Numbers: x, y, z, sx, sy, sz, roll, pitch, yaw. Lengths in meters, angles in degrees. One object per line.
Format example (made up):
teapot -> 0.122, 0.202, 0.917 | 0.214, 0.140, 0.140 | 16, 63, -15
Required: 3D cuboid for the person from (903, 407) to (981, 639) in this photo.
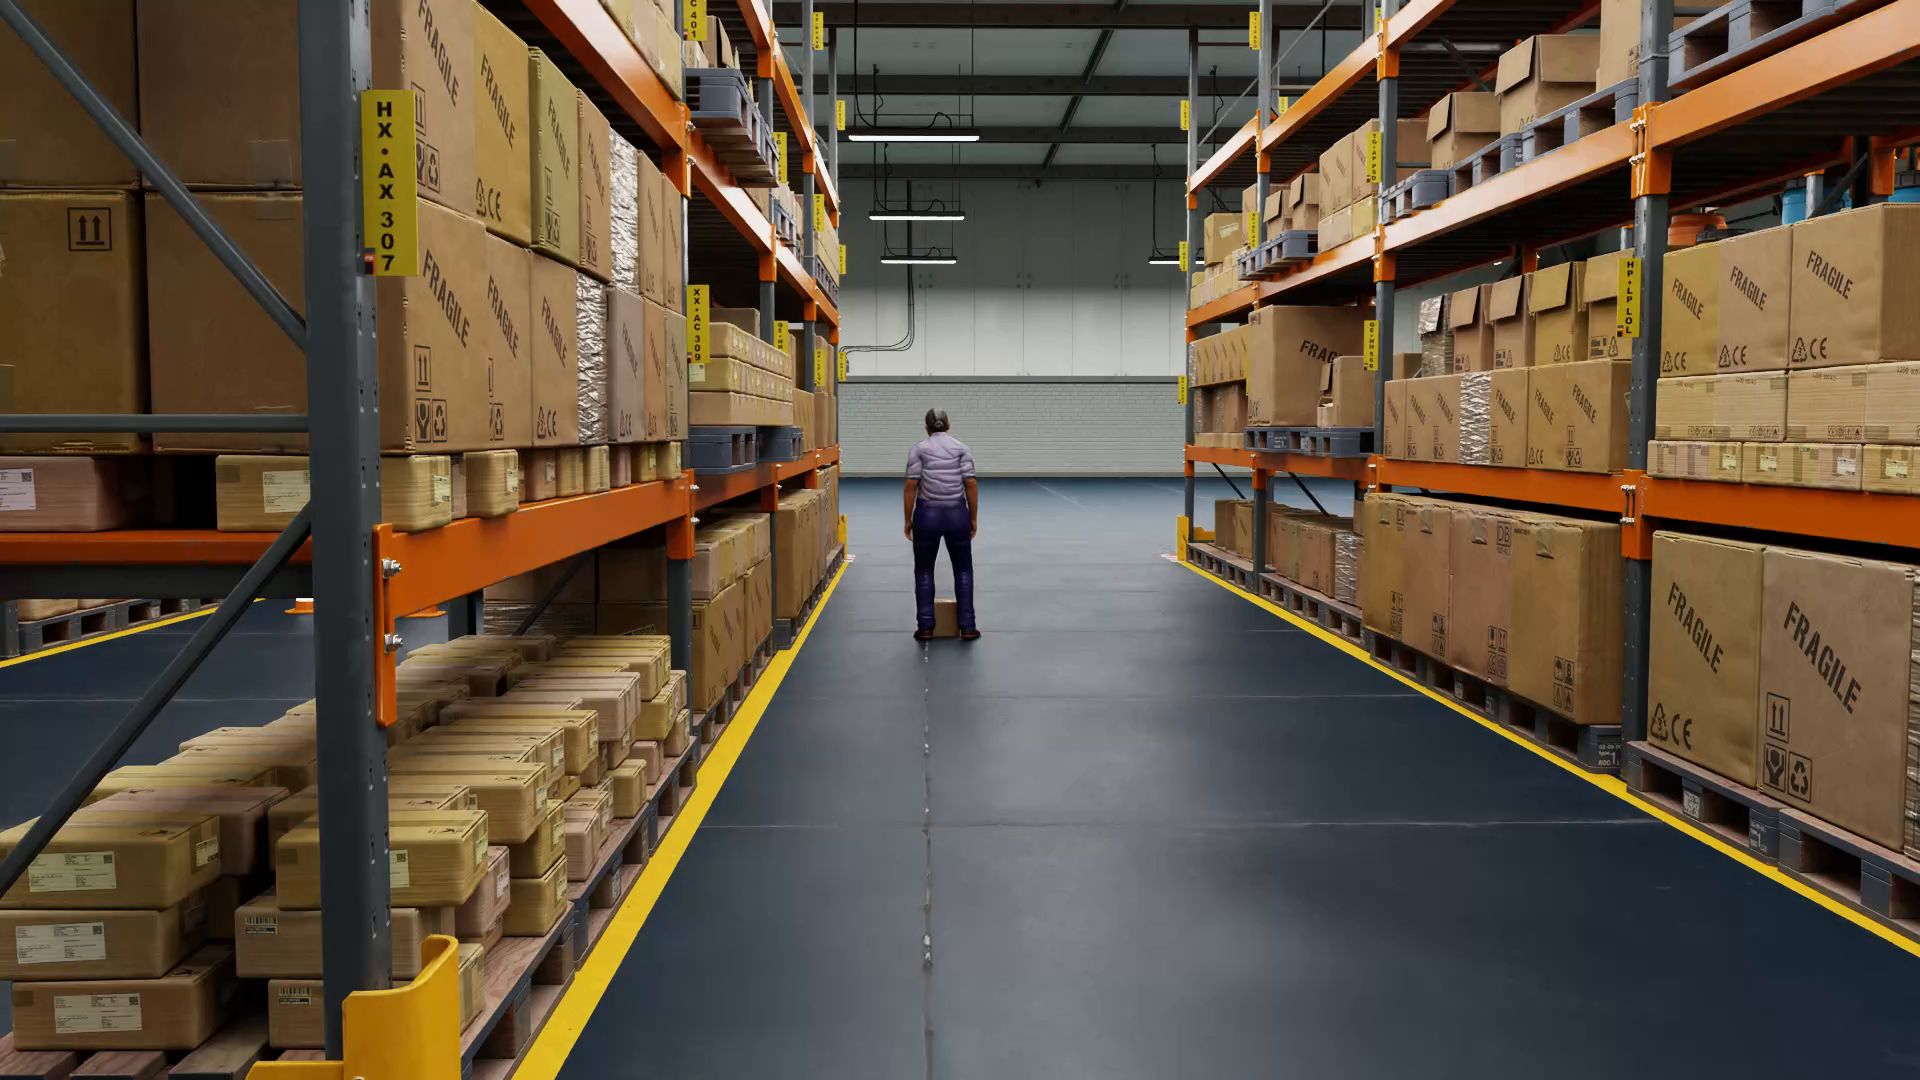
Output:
person -> -0.116, -0.118, 11.810 | 0.555, 1.651, 0.373 | 0, 4, -5
